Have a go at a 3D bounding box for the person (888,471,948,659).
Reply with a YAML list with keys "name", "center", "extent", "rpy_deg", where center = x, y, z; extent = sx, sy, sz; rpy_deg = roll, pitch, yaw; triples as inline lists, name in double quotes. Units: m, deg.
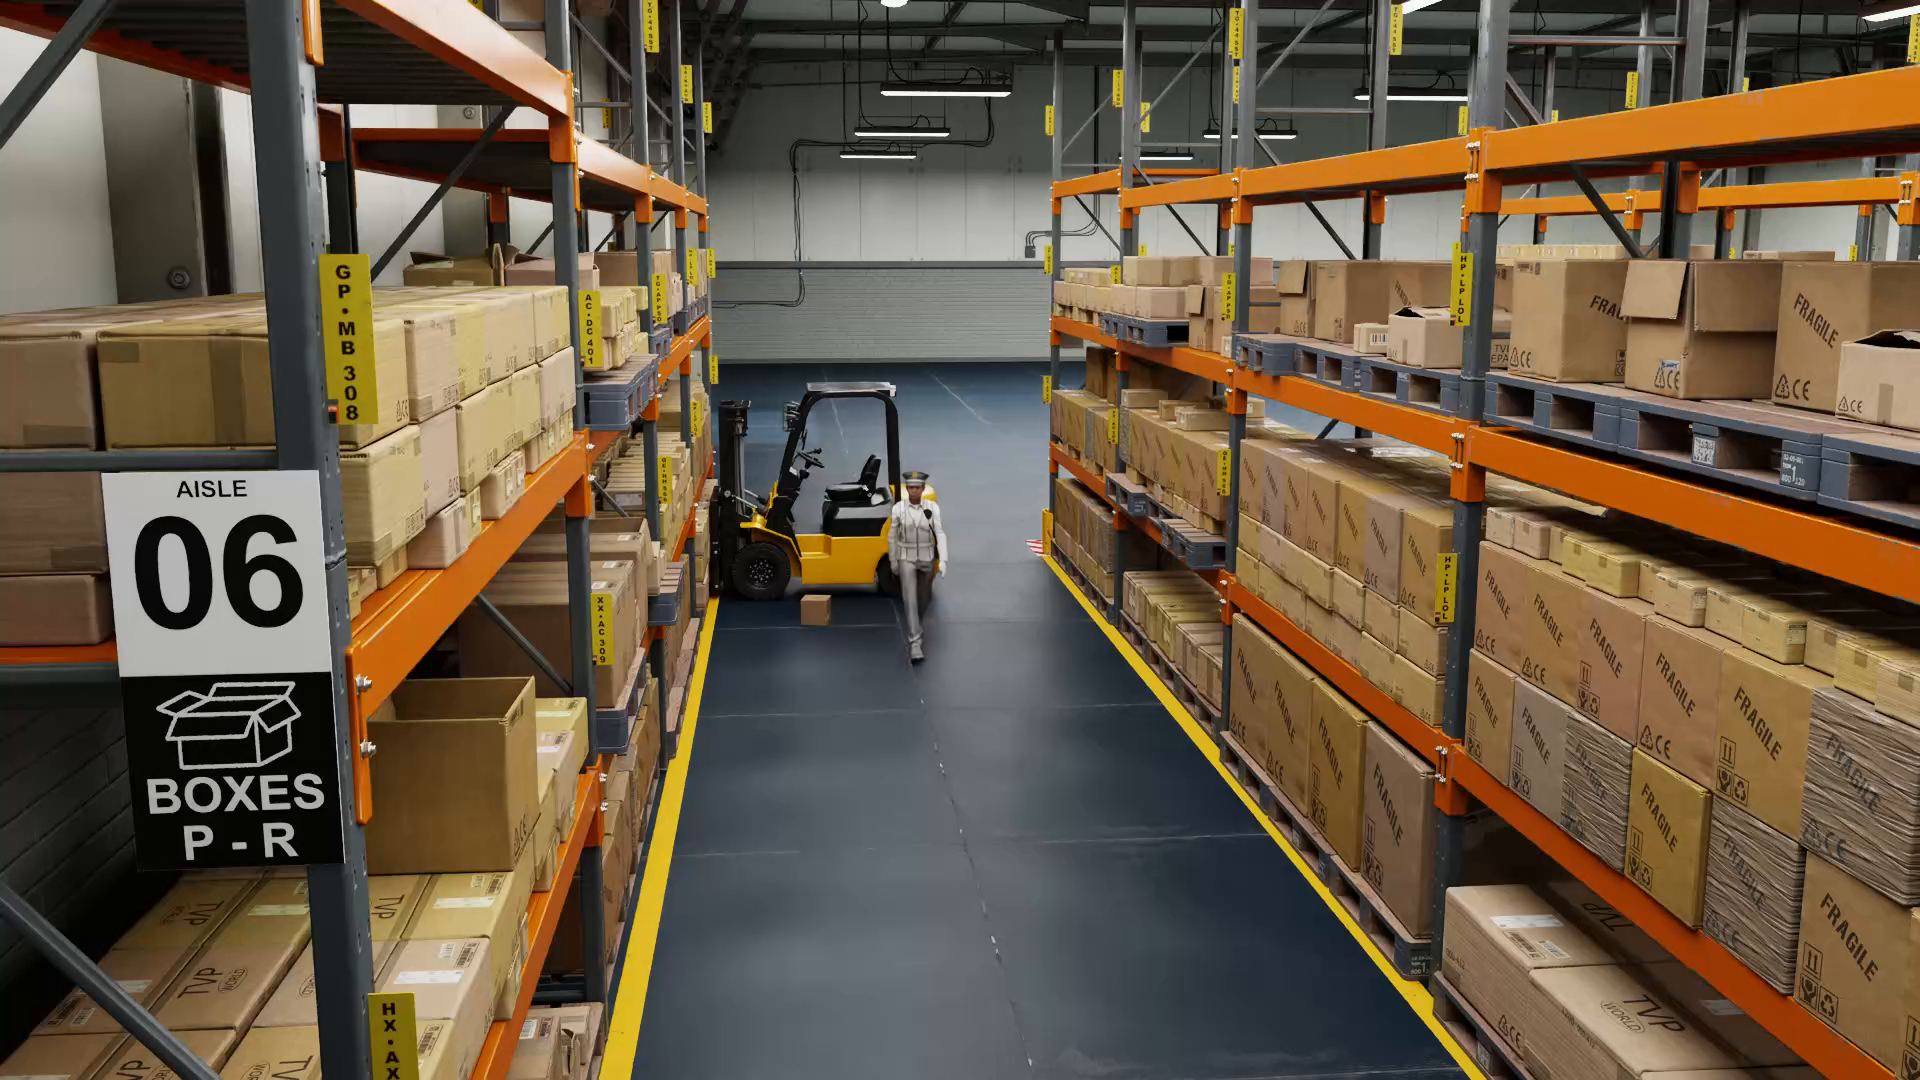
- name: "person"
  center: [-0.376, 0.176, 14.844]
  extent: [0.507, 1.628, 1.015]
  rpy_deg: [-2, 10, -10]
